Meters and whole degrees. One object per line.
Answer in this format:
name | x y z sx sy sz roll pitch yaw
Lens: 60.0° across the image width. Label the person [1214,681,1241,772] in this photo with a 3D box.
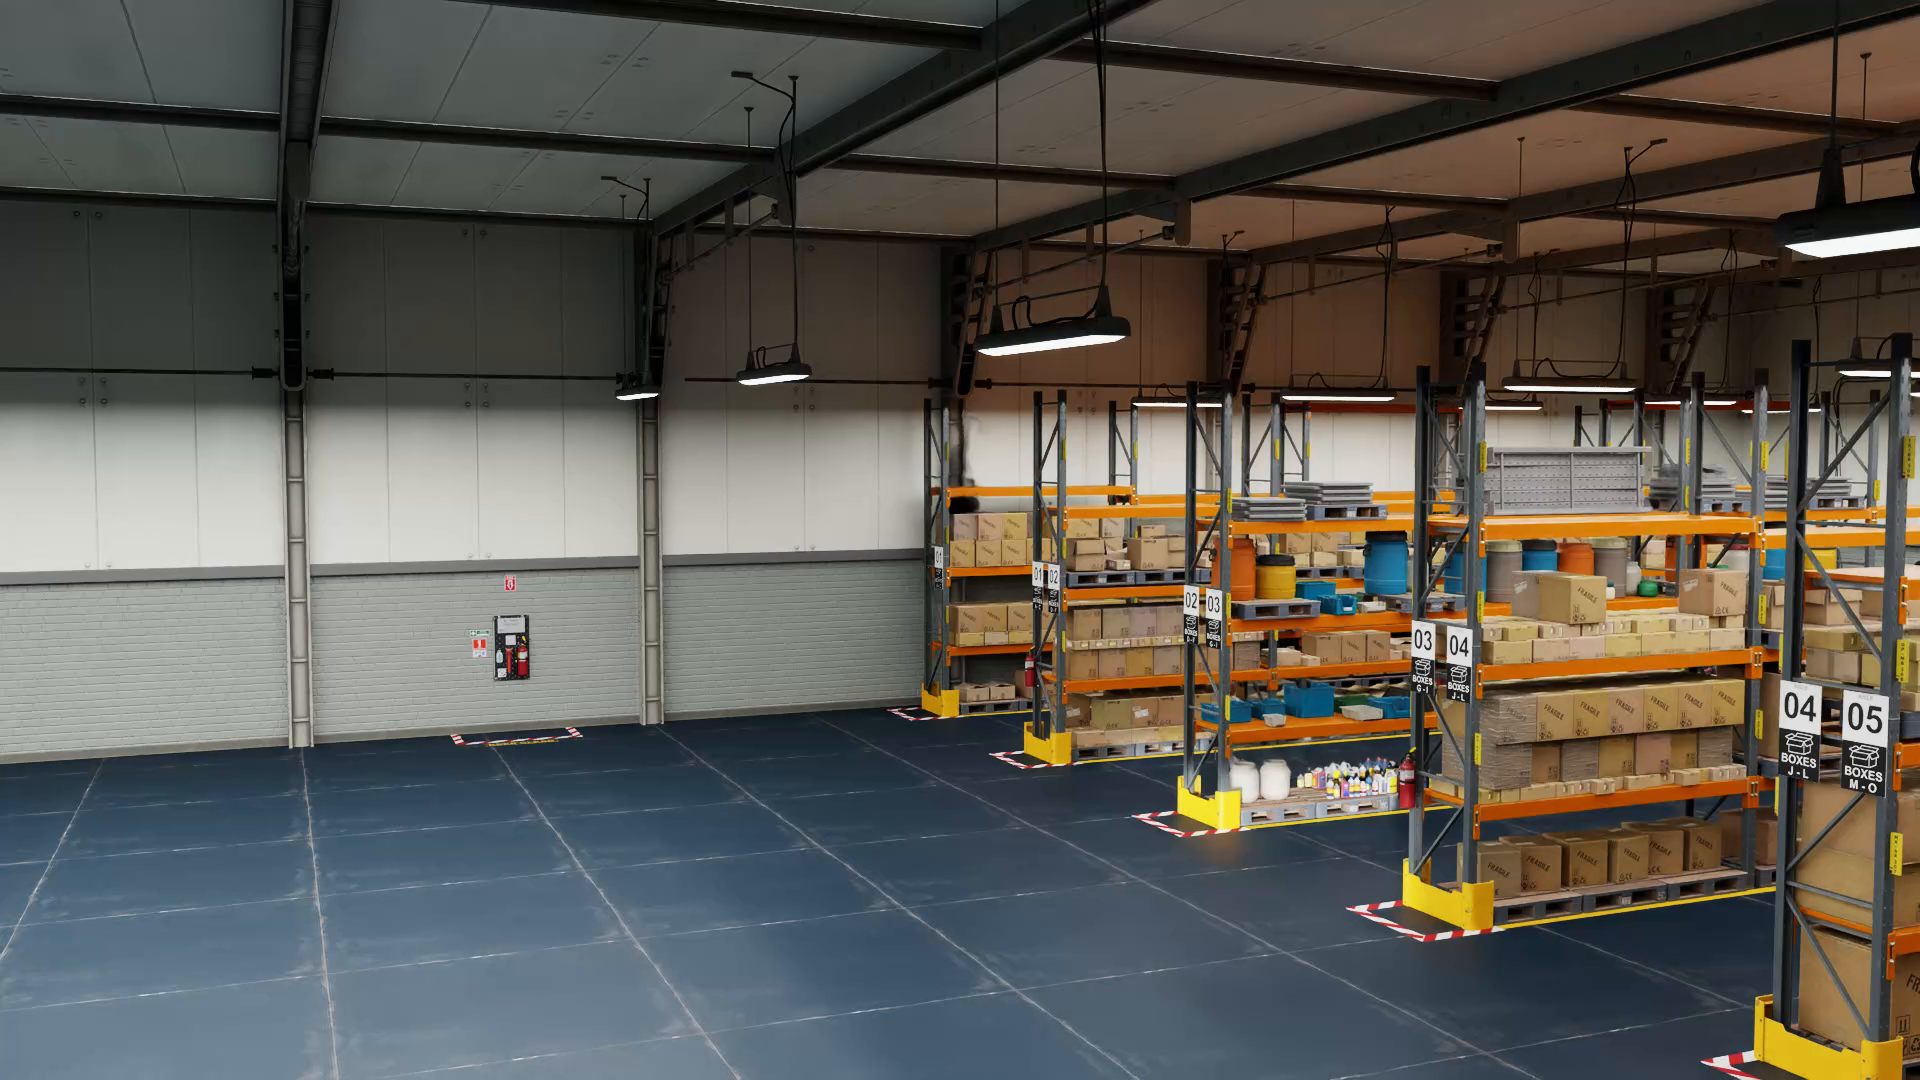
person | 4.008 2.894 24.897 0.636 1.570 0.512 -1 4 -20
